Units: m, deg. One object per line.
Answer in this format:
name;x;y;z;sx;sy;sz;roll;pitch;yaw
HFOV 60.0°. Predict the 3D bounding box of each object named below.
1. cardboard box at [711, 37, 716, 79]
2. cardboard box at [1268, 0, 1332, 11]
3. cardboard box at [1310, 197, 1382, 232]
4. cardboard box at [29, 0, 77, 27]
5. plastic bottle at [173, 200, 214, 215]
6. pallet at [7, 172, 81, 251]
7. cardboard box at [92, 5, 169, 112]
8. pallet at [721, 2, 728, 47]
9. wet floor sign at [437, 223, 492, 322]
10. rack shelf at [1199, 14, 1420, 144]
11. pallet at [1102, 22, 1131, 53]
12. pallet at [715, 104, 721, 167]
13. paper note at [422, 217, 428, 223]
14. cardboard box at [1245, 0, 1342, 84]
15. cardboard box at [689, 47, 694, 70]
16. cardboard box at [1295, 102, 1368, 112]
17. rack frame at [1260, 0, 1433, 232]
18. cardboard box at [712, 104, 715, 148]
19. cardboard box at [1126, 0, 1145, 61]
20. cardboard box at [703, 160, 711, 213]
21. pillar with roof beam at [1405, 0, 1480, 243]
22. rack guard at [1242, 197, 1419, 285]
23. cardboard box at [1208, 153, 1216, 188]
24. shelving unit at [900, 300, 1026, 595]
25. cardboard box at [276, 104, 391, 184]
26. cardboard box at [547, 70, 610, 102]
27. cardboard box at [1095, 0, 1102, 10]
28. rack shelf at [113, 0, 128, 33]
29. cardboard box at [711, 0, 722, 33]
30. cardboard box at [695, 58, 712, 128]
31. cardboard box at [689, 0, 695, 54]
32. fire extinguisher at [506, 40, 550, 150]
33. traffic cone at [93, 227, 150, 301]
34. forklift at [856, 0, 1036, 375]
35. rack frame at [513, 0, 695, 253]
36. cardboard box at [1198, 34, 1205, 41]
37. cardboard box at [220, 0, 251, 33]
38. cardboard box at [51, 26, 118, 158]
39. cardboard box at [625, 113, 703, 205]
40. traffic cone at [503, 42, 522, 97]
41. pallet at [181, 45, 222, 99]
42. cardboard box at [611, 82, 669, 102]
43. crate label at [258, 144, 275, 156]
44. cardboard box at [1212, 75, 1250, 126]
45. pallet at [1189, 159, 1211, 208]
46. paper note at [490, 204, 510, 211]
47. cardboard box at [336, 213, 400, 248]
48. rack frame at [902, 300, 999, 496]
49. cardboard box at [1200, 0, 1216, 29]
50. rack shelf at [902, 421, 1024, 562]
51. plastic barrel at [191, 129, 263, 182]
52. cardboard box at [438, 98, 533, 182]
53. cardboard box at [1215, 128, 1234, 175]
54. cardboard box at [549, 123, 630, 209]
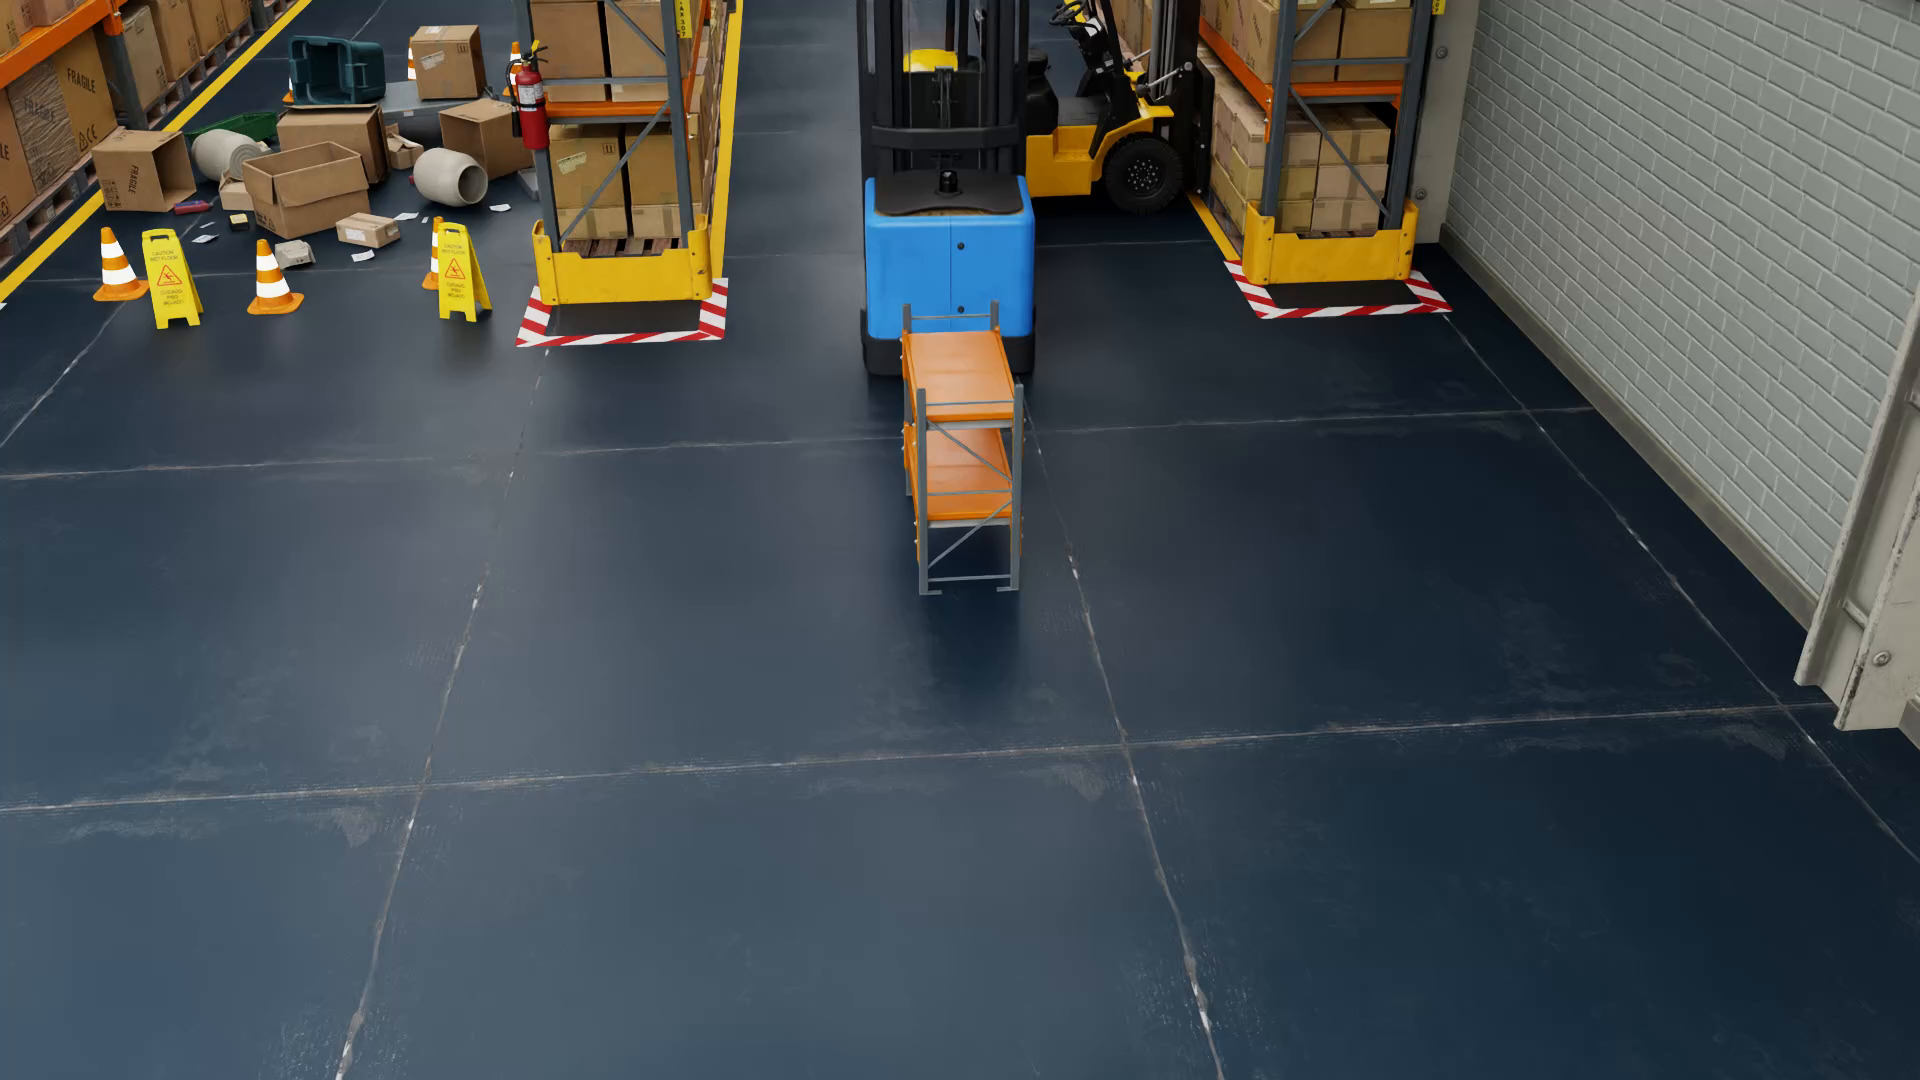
cardboard box;-2.742;-4.342;15.247;0.950;0.372;0.625;-2;31;-4
cardboard box;2.313;-3.705;11.297;0.380;0.149;0.250;-2;31;-4
cardboard box;2.774;-2.479;12.248;0.500;0.250;0.500;-3;31;-4
cardboard box;-7.489;-4.330;12.928;0.875;0.550;0.550;-3;31;-5
plastic bottle;-6.024;-2.621;13.078;0.283;0.061;0.133;-14;33;-22
pallet;-7.499;-2.520;12.763;1.003;0.211;1.213;-3;31;-5
cardboard box;-7.757;-4.260;14.742;1.050;0.750;0.750;-3;31;-5
pallet;-2.993;-5.468;17.699;1.003;0.211;1.213;-3;31;-5
wet floor sign;-3.364;-1.821;11.169;0.267;0.644;0.232;8;32;13
rack shelf;2.438;-3.932;13.109;1.077;0.370;4.000;-3;31;-5
pallet;2.026;-5.063;17.021;1.003;0.211;1.213;-3;31;-5
pallet;-2.593;-3.484;14.376;1.003;0.211;1.213;-3;31;-5
paper note;-4.148;-2.484;12.899;0.032;0.001;0.123;-3;31;-5
cardboard box;2.317;-3.501;11.589;0.500;0.500;0.500;-3;31;-6
cardboard box;-2.102;-3.455;11.853;0.380;0.149;0.250;-2;31;-4
cardboard box;2.718;-3.158;12.409;0.500;0.250;0.500;-3;31;-5
rack frame;2.625;-3.220;11.215;1.000;3.000;0.127;-3;31;-5
cardboard box;-2.308;-3.461;13.892;0.500;0.250;0.500;-4;31;-6
cardboard box;2.126;-5.085;16.244;0.875;0.625;0.625;-3;31;-5
cardboard box;-2.157;-2.666;12.560;0.500;0.250;0.500;-2;31;-3
pillar with roof beam;-0.829;-5.987;9.999;9.100;9.000;0.400;-3;31;-5
rack guard;2.627;-2.134;11.835;1.175;0.500;0.348;-3;31;-5
cardboard box;2.192;-2.954;13.043;0.500;0.250;0.500;-2;31;-4
shelving unit;-0.001;-0.486;8.467;0.538;1.125;1.048;-3;31;-5
cardboard box;-5.097;-3.219;13.516;0.797;0.637;0.503;-3;31;-5
cardboard box;-2.565;-3.053;11.181;0.380;0.149;0.250;-2;31;-3
cardboard box;1.922;-6.146;18.020;0.875;0.625;0.625;-2;31;-3
rack shelf;-7.796;-5.446;15.643;1.077;0.370;4.000;-3;31;-5
cardboard box;-2.945;-5.451;17.104;0.950;0.372;0.625;-3;31;-6
cardboard box;-2.270;-3.535;13.283;0.500;0.500;0.500;-1;31;-2
cardboard box;-2.137;-3.670;11.581;0.500;0.500;0.500;-2;31;-3
fire extinguisher;-2.765;-2.866;10.699;0.296;0.674;0.183;-3;31;-5
traffic cone;-5.872;-1.941;11.549;0.336;0.463;0.334;-3;31;-5
forklift;-0.119;-3.004;10.920;1.130;2.935;3.031;-1;31;-2
rack frame;-2.317;-2.980;10.814;1.000;3.000;0.127;-3;31;-5
cardboard box;2.022;-4.167;14.098;0.500;0.250;0.500;-3;31;-5
cardboard box;-8.016;-5.675;17.110;1.050;0.750;0.750;-3;31;-5
cardboard box;-7.620;-3.677;13.643;0.875;0.875;0.875;-2;31;-4
cardboard box;-2.120;-2.739;11.951;0.500;0.500;0.500;-4;31;-6
traffic cone;-4.200;-4.499;15.831;0.336;0.463;0.334;-3;31;-5
pallet;-7.874;-4.551;16.163;1.003;0.211;1.213;-3;31;-5
cardboard box;-2.143;-3.055;11.185;0.380;0.149;0.250;-3;31;-4
crate label;-5.952;-3.240;14.040;0.250;0.136;0.298;27;40;37
cardboard box;2.161;-3.386;12.791;0.500;0.250;0.500;-2;31;-4
pallet;2.401;-3.032;13.621;1.003;0.211;1.213;-3;31;-5
paper note;-3.625;-2.626;13.117;0.142;0.019;0.148;-14;33;-22
cardboard box;-4.450;-2.328;12.502;0.380;0.149;0.250;13;33;21
rack frame;-0.048;-0.746;8.902;0.500;1.125;0.032;-3;31;-5
cardboard box;2.172;-4.284;12.900;0.500;0.500;0.500;-3;31;-4
rack shelf;-0.001;-0.276;8.593;0.538;0.278;1.000;-3;31;-5
plastic barrel;-5.976;-3.122;13.563;0.512;0.421;0.421;20;36;29
cardboard box;-3.945;-3.338;13.848;0.500;0.500;0.500;20;36;29
cardboard box;2.232;-2.924;12.505;0.500;0.250;0.500;-3;31;-5
cardboard box;-2.651;-2.698;11.883;0.500;0.500;0.500;-3;31;-4
